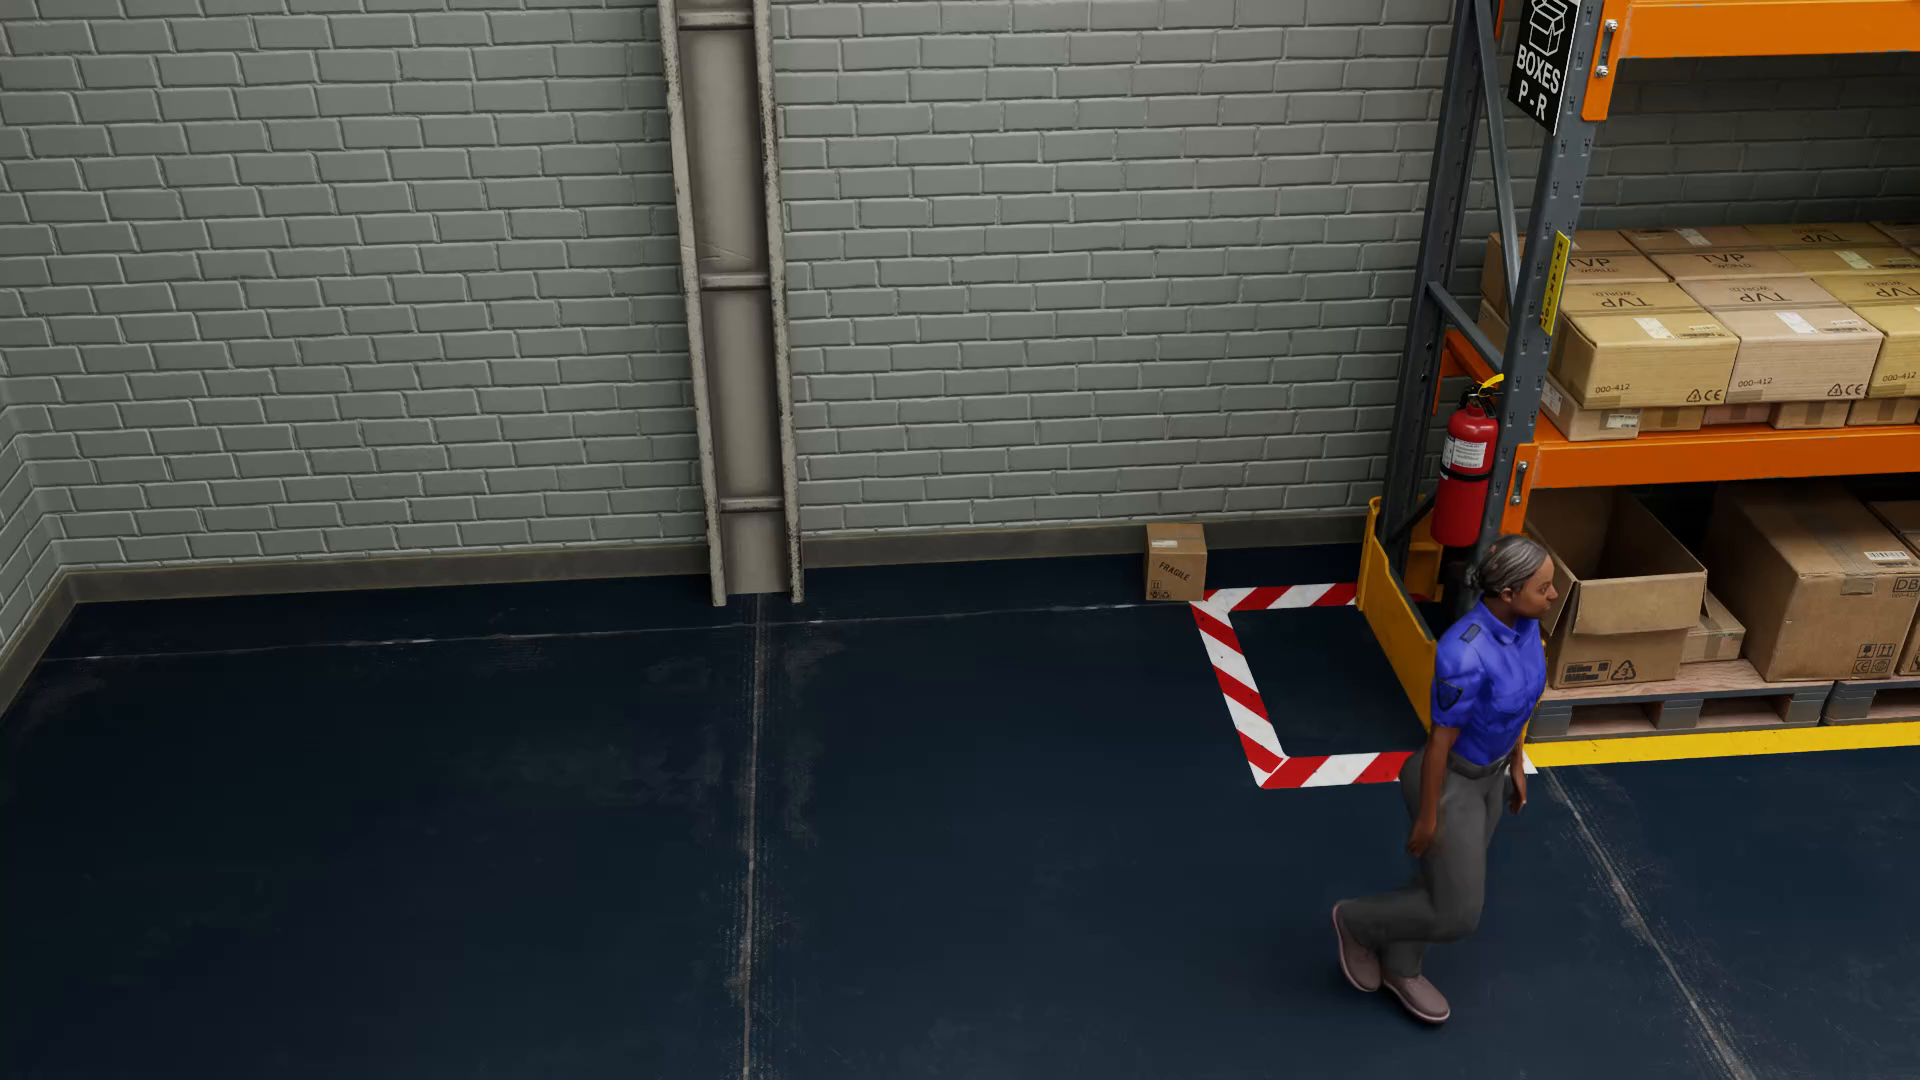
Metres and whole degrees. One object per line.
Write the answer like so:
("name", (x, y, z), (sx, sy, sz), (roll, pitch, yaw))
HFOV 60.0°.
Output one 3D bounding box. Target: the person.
("person", (1.457, 0.710, 4.940), (0.477, 1.635, 0.502), (25, 39, 35))
